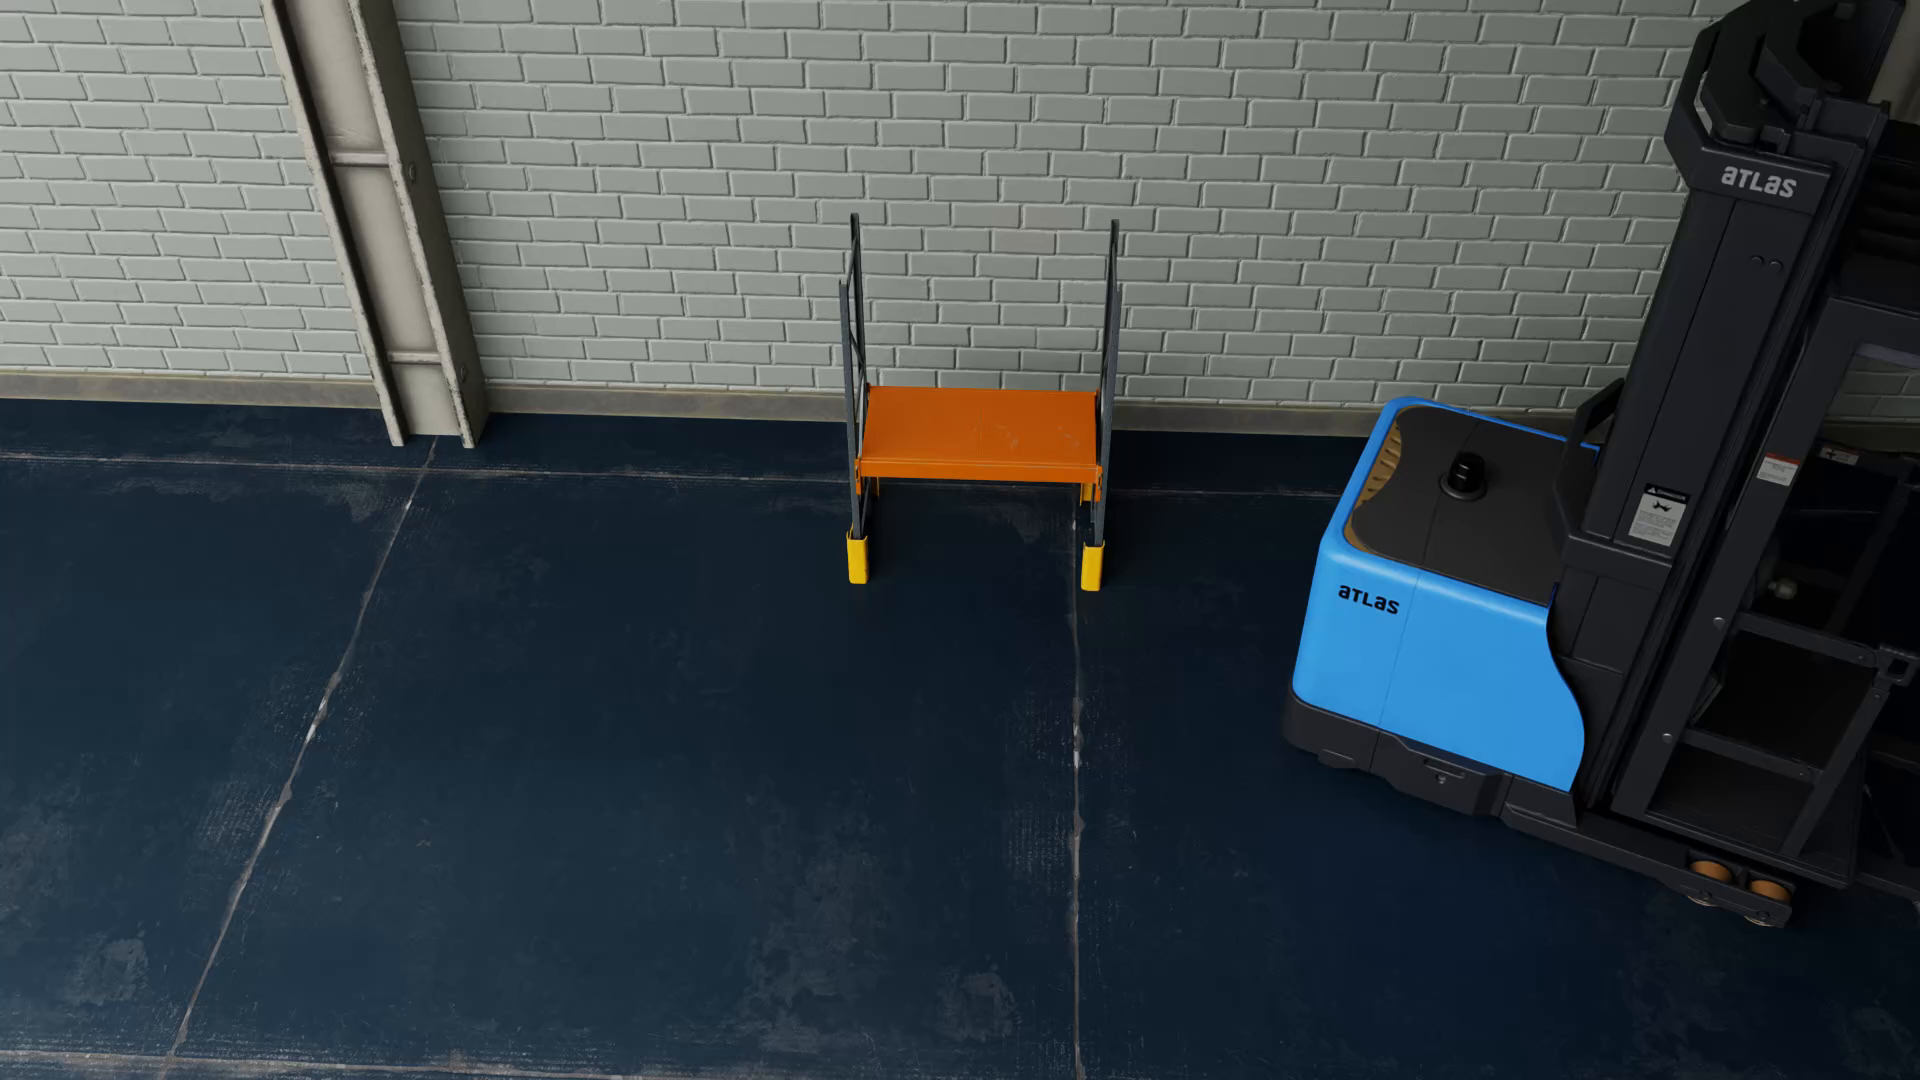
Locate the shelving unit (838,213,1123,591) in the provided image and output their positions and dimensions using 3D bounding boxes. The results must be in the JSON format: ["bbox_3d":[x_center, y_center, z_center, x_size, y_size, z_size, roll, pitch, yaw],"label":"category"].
[{"bbox_3d":[0.076,-0.546,6.822,1.083,1.500,0.587,2,43,2],"label":"shelving unit"}]

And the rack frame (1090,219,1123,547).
[{"bbox_3d":[0.593,-0.531,6.805,0.032,1.500,0.500,2,43,2],"label":"rack frame"}]

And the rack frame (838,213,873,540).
[{"bbox_3d":[-0.423,-0.562,6.838,0.032,1.500,0.500,2,43,2],"label":"rack frame"}]

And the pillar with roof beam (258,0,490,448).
[{"bbox_3d":[-2.658,-0.903,1.703,0.400,9.000,9.100,2,43,2],"label":"pillar with roof beam"}]

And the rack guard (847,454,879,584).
[{"bbox_3d":[-0.421,-0.104,7.264,0.087,0.250,0.587,2,43,2],"label":"rack guard"}]

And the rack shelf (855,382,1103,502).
[{"bbox_3d":[0.085,-0.415,6.944,1.000,0.185,0.538,2,43,2],"label":"rack shelf"}]

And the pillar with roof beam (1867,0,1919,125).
[{"bbox_3d":[3.336,-0.719,1.505,0.400,9.000,9.100,2,43,2],"label":"pillar with roof beam"}]

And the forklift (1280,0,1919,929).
[{"bbox_3d":[2.797,-0.127,5.321,3.031,2.935,1.130,18,46,19],"label":"forklift"}]

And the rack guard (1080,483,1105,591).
[{"bbox_3d":[0.574,-0.074,7.231,0.087,0.250,0.587,2,43,2],"label":"rack guard"}]
